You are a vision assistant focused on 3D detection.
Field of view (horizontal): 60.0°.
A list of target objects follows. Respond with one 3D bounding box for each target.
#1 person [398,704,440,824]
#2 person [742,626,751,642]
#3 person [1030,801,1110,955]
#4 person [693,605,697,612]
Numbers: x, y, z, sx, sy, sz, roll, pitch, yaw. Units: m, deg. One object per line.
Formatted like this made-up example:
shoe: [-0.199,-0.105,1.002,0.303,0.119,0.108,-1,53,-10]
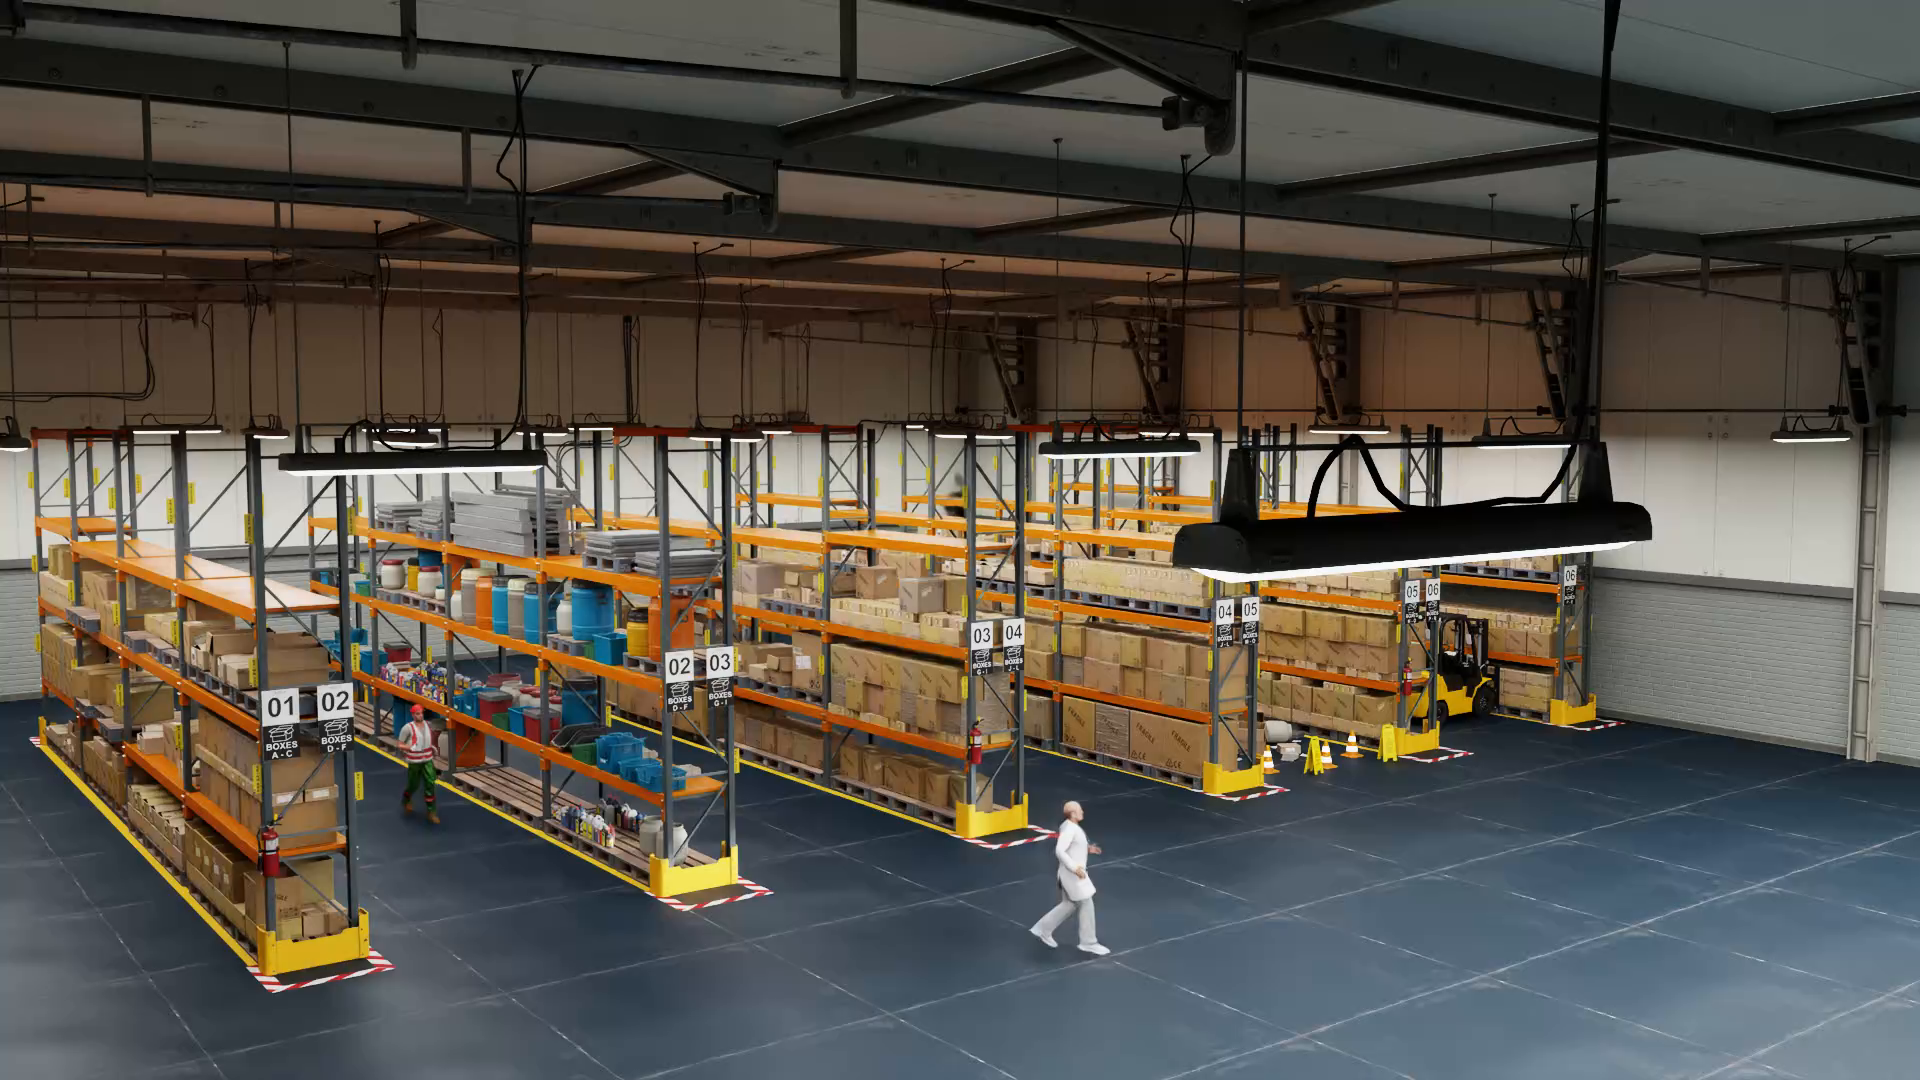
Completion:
person: [-8.337,3.412,25.589,0.633,1.799,0.987,-4,6,-44]
person: [-5.255,2.214,41.742,0.869,1.711,0.613,-3,6,-37]
person: [1.285,3.919,19.304,0.921,1.794,0.705,0,4,-6]
person: [-6.382,2.398,39.482,0.685,1.757,0.733,0,4,-6]
